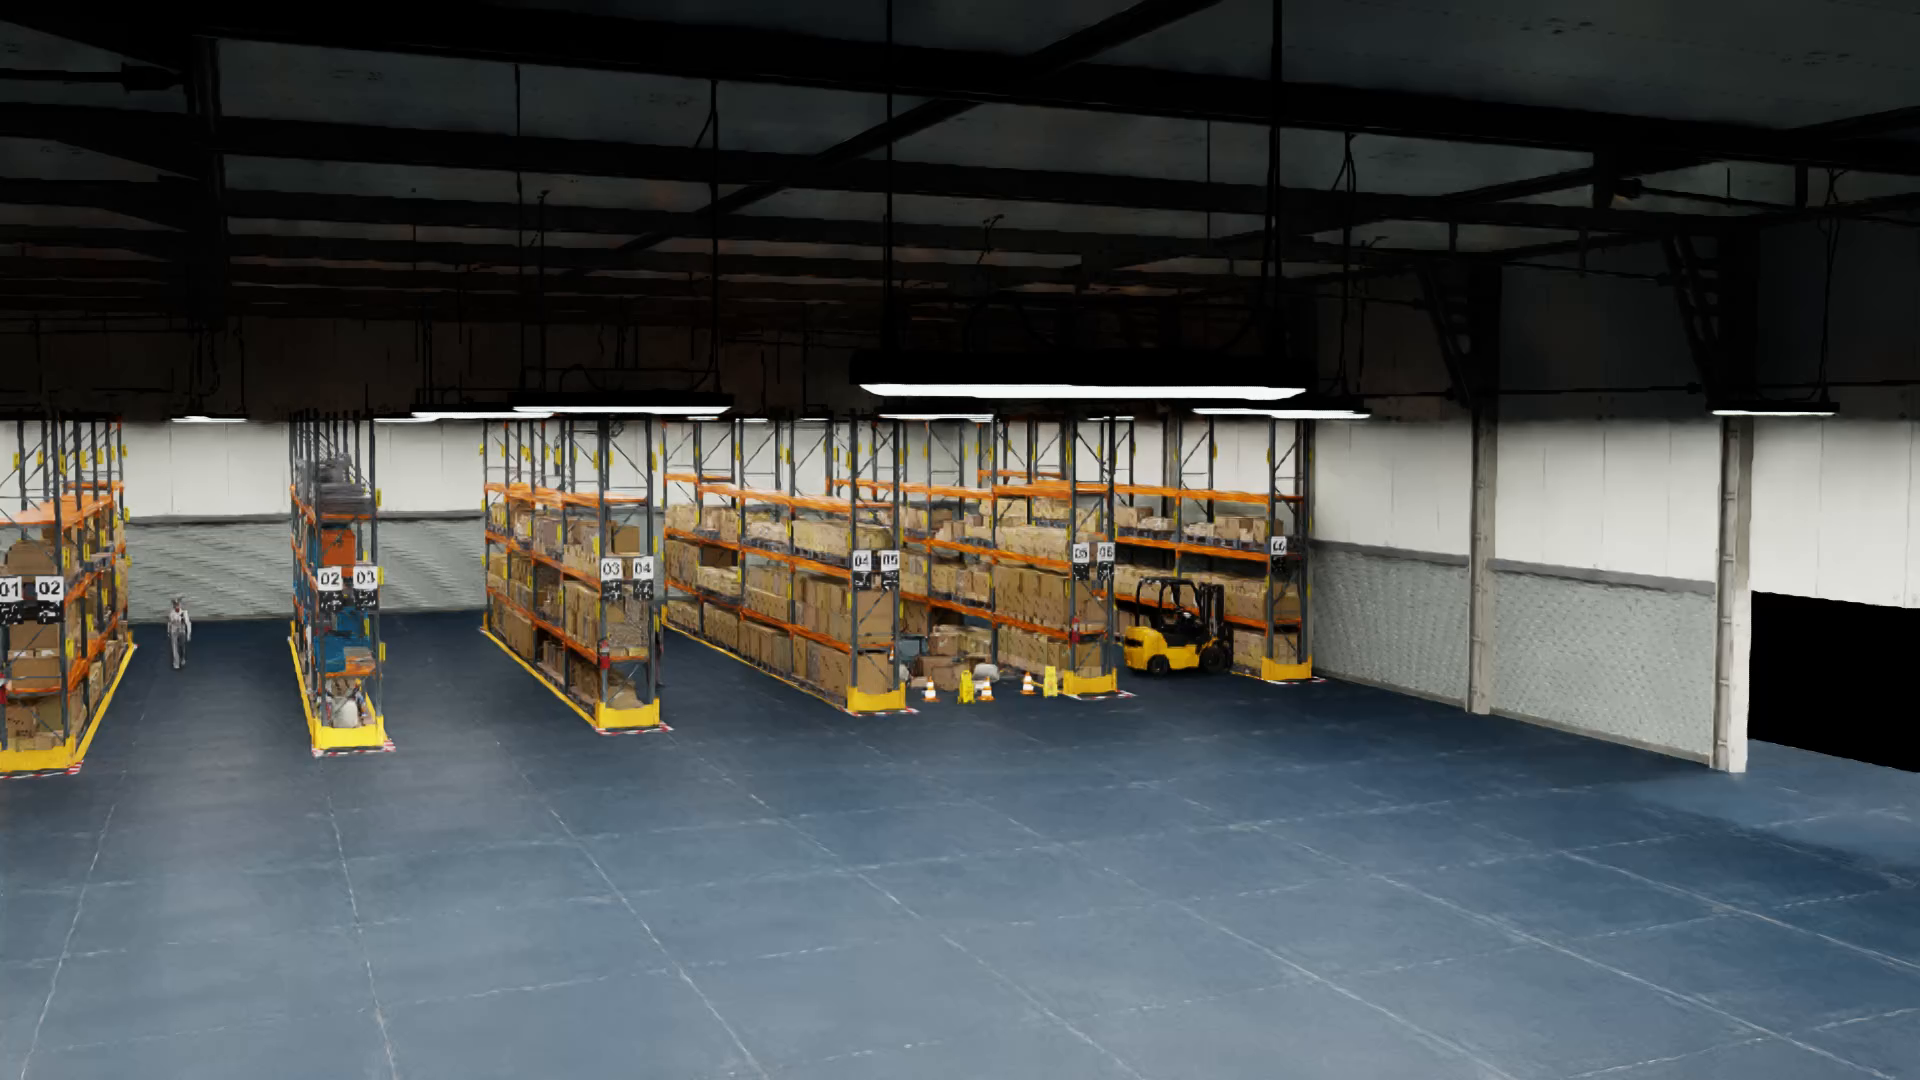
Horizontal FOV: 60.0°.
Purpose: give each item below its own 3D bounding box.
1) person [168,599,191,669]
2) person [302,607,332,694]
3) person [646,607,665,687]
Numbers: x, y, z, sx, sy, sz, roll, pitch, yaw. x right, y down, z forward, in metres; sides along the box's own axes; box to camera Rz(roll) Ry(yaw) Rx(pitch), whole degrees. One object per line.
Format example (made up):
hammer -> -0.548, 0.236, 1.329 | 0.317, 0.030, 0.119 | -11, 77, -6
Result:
person -> -18.300, 2.172, 38.991 | 0.502, 1.624, 0.997 | -2, 4, -24
person -> -13.124, 2.307, 33.938 | 0.539, 1.677, 0.653 | -2, 5, -31
person -> -6.648, 2.308, 36.210 | 0.601, 1.732, 0.463 | 3, 5, 37
